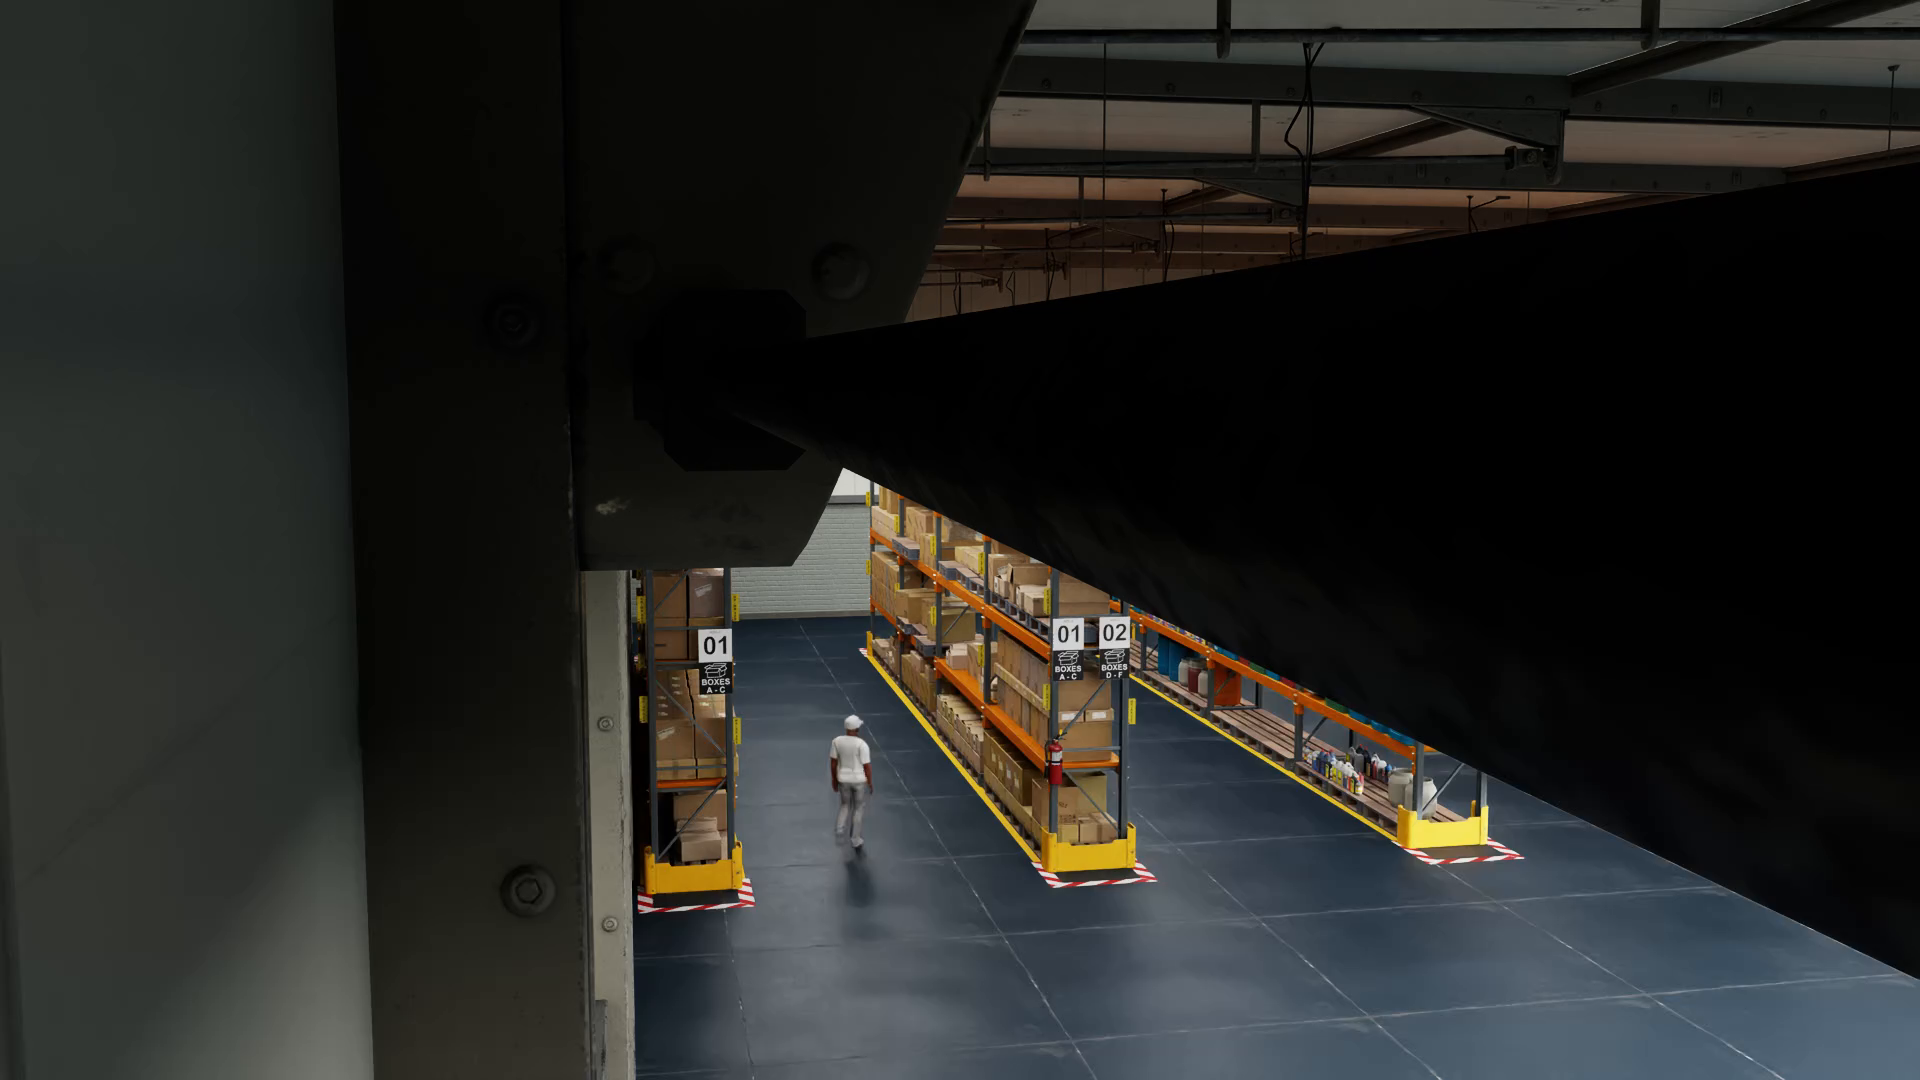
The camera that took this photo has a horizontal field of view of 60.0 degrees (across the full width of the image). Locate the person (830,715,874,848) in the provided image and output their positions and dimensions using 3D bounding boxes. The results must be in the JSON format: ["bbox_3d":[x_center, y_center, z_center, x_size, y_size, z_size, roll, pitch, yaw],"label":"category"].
[{"bbox_3d":[-1.432,3.165,21.814,0.582,1.759,0.544,2,6,20],"label":"person"}]
